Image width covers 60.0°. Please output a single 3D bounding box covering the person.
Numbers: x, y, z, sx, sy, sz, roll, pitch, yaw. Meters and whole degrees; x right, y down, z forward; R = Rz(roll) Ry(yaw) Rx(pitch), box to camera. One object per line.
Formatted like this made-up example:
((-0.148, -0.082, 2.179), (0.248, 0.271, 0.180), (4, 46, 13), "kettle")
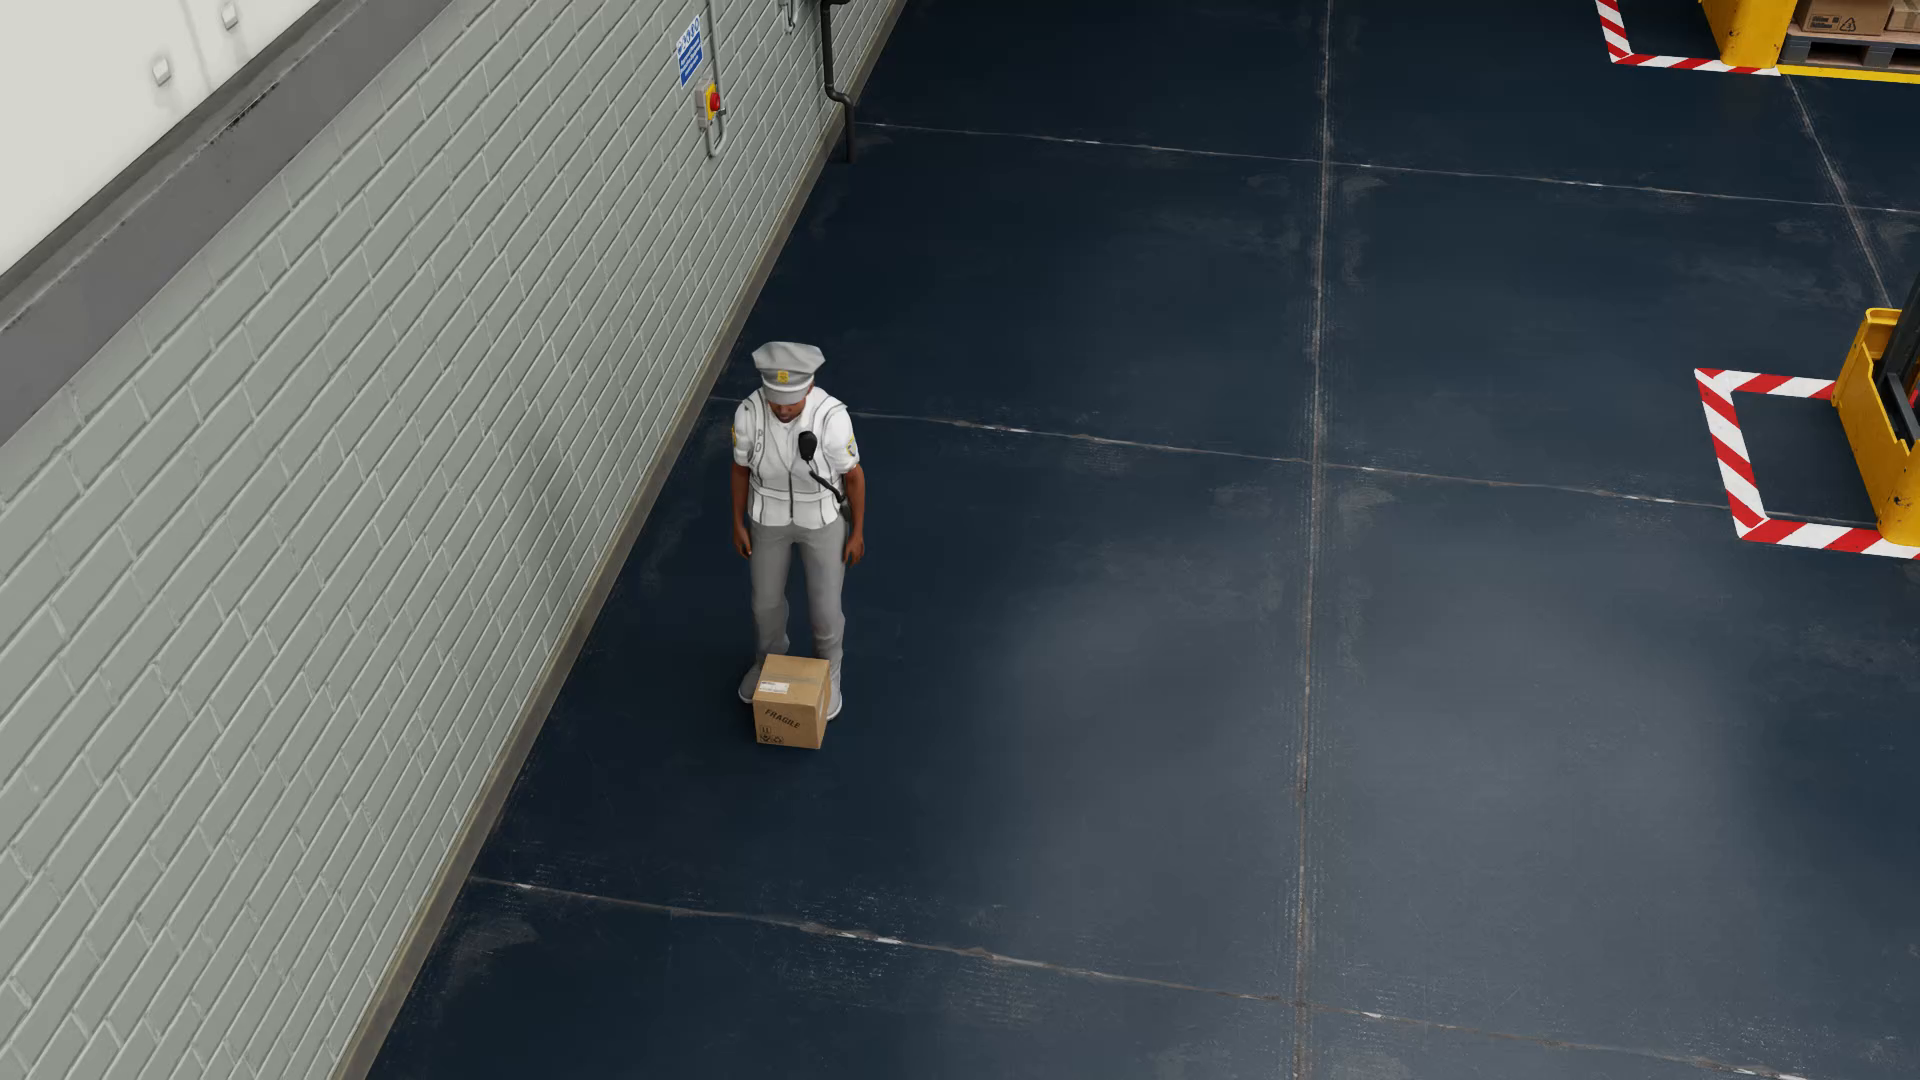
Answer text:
((-0.618, -0.045, 6.207), (0.532, 1.664, 0.421), (5, 41, 5), "person")
